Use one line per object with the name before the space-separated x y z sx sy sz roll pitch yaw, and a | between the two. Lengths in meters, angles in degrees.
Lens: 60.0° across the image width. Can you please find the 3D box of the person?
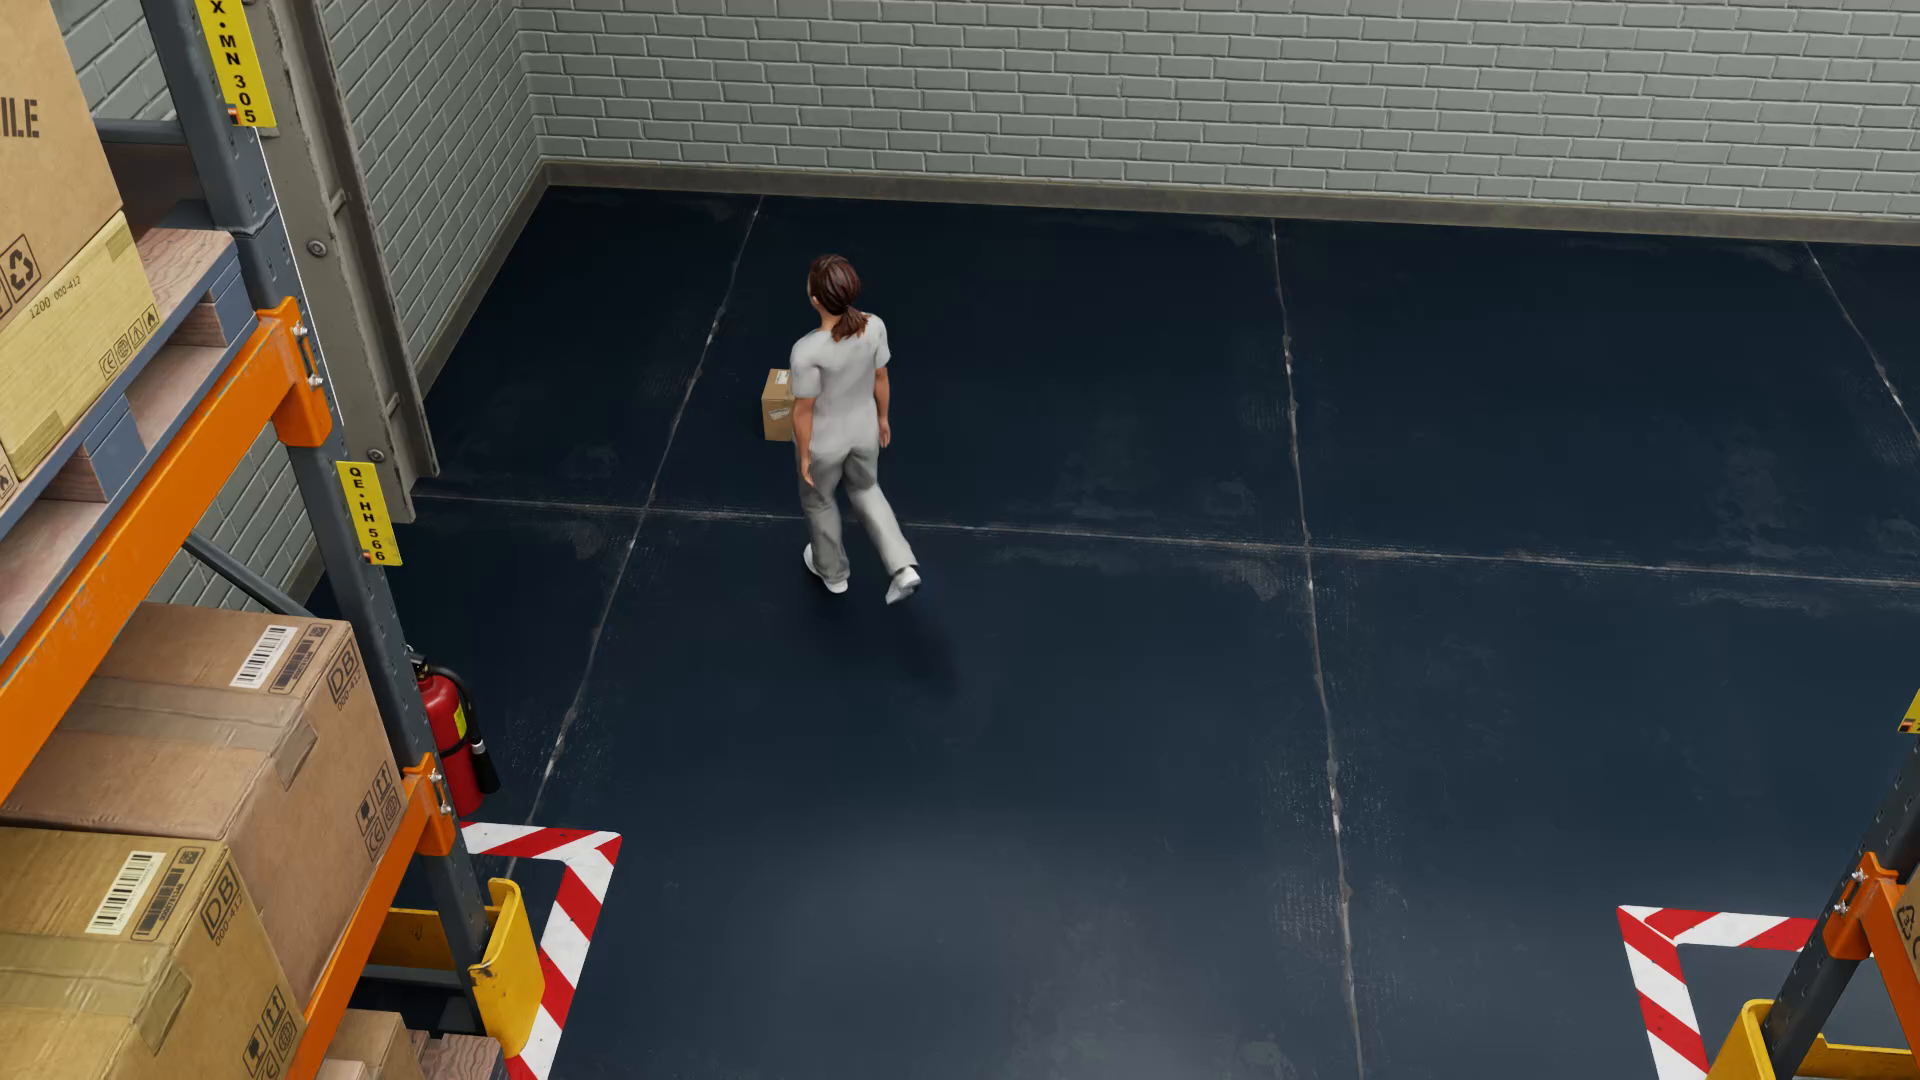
person | -0.451 -0.388 6.601 0.456 1.650 0.708 -24 46 -26
